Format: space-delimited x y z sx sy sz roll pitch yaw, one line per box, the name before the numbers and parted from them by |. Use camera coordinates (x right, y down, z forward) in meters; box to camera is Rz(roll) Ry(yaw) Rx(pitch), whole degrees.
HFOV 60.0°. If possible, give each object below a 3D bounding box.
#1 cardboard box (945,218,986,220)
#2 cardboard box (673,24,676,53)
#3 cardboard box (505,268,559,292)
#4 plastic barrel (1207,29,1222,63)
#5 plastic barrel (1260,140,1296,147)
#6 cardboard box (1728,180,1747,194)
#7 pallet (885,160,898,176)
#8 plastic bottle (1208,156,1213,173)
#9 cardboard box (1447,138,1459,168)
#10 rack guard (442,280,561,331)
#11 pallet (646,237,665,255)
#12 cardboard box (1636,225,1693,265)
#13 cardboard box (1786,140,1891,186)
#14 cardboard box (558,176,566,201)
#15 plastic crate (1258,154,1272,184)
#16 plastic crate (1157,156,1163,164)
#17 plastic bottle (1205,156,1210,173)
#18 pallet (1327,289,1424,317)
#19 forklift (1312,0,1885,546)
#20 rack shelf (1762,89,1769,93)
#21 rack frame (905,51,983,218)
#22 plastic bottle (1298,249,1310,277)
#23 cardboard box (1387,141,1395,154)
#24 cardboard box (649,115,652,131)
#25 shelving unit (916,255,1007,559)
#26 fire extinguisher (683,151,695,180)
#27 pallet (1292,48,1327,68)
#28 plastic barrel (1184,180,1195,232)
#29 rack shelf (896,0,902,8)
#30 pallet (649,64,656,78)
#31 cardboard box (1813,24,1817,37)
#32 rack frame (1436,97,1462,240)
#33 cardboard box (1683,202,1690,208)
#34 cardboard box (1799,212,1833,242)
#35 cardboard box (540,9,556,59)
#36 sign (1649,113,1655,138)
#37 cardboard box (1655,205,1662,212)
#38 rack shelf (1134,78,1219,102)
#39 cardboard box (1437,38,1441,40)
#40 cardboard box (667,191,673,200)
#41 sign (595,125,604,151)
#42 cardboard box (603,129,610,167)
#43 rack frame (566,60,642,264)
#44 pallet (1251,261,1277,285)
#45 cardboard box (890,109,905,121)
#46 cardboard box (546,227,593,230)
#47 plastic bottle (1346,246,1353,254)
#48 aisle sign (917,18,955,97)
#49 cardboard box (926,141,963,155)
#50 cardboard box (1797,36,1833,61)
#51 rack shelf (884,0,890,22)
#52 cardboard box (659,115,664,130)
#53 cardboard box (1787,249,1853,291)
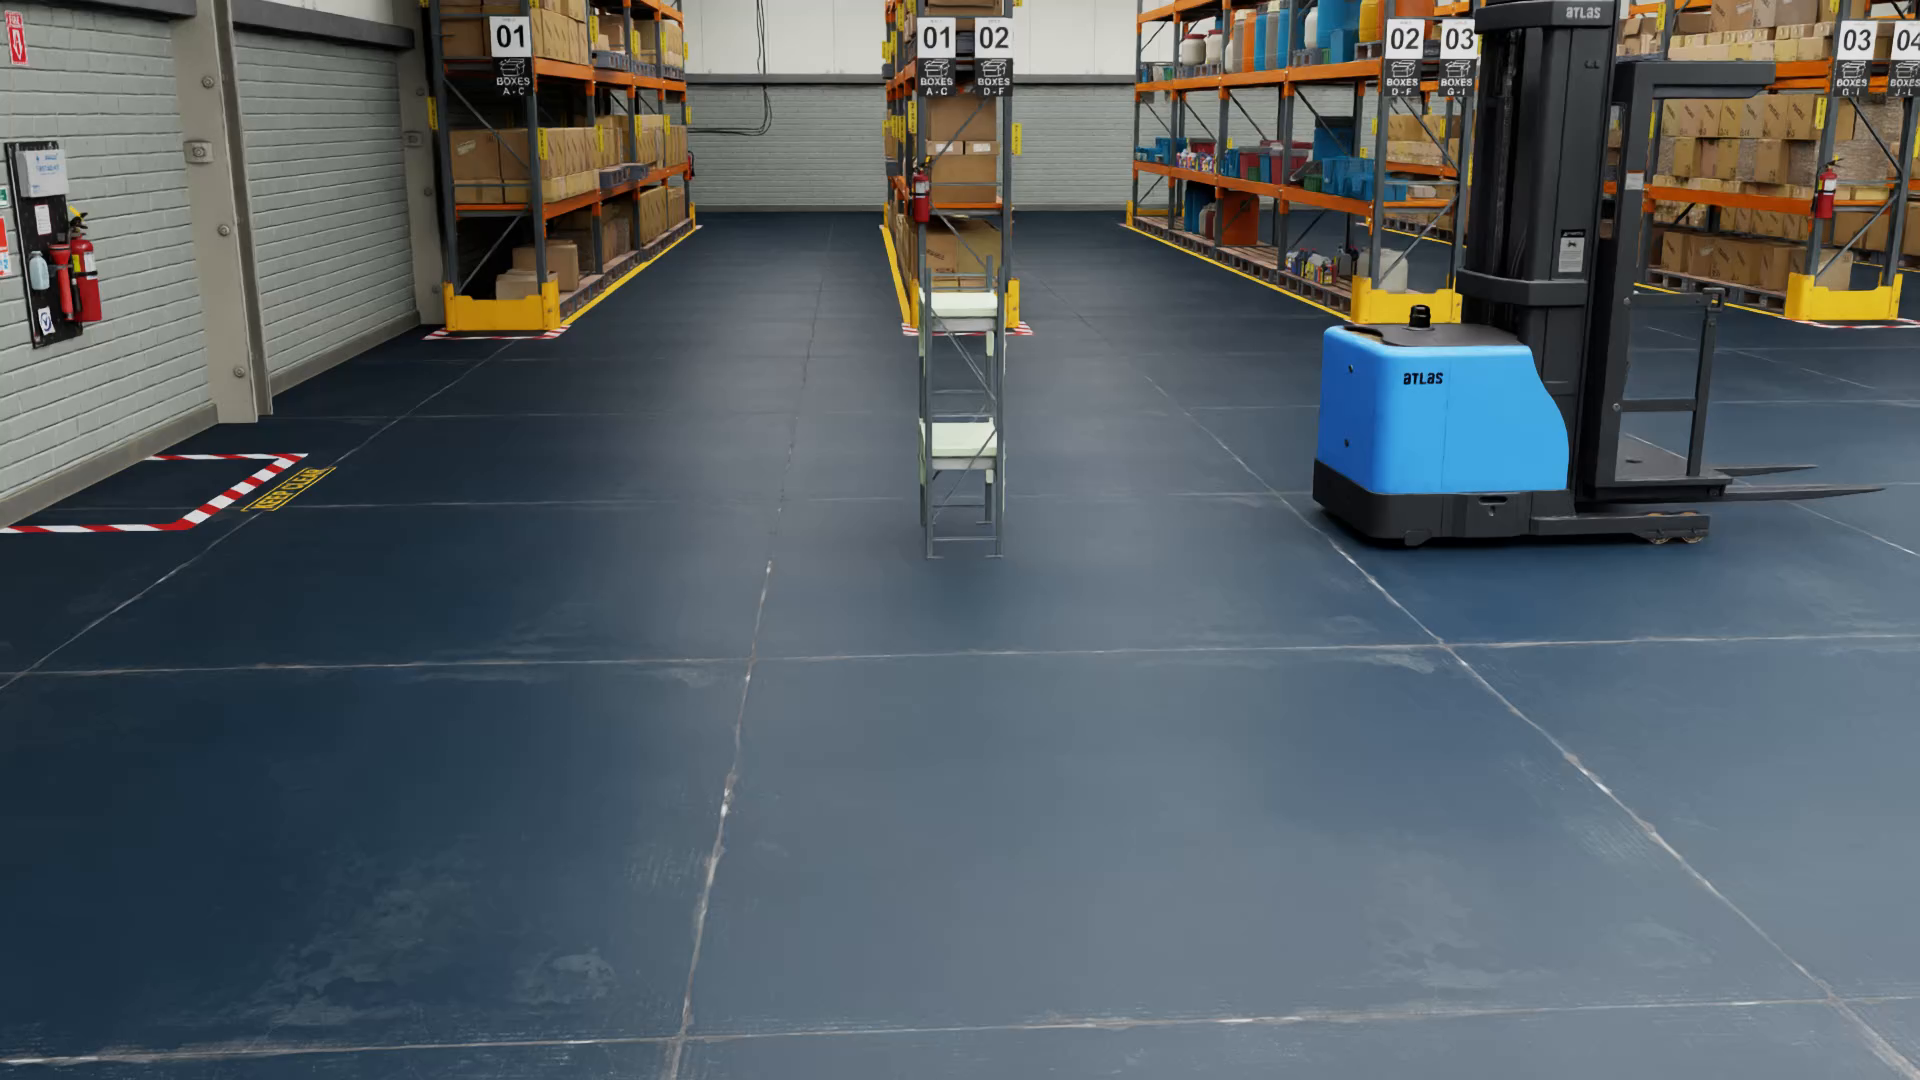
cardboard box | 0.064 -3.779 20.865 0.500 0.500 0.500 -1 14 -3
cardboard box | -5.512 -9.251 30.693 0.500 0.500 0.500 -2 15 -6
cardboard box | -4.887 -2.935 18.925 0.500 0.311 0.500 0 14 1
plastic barrel | 4.233 -8.011 27.008 0.433 0.535 0.433 0 14 0
plastic barrel | 4.825 -5.806 25.300 0.600 0.536 0.708 -1 14 -3
cardboard box | 9.511 -4.255 20.049 0.380 0.149 0.250 -1 14 -3
pallet | -0.562 -5.850 26.128 1.213 0.211 1.003 -1 14 -3
plastic bottle | 4.027 -6.017 26.652 0.097 0.271 0.097 0 14 0
cardboard box | 8.968 -6.852 29.438 0.500 0.500 0.500 -1 14 -3
rack guard | -4.903 -2.517 17.805 1.175 0.500 0.348 -1 14 -3
pallet | -5.441 -4.847 27.443 1.003 0.211 1.213 -1 14 -3
cardboard box | 9.668 -4.088 23.029 0.700 0.500 0.500 -2 15 -8
cardboard box | 9.926 -4.267 18.795 0.875 0.500 0.500 -1 14 -3
cardboard box | -4.658 -3.901 18.428 0.500 0.250 0.500 -1 14 -5
plastic crate | 4.363 -5.118 22.930 0.392 0.384 0.575 -1 14 -3
plastic crate | 3.908 -7.016 30.706 0.437 0.125 0.590 -1 14 -3
plastic bottle | 4.015 -6.066 26.840 0.097 0.271 0.097 0 14 0
pallet | 4.893 -2.731 19.218 1.003 0.211 1.213 -1 14 -3
forklift | 3.605 -1.527 9.080 3.031 2.935 1.130 -2 15 -7
rack shelf | 14.022 -8.575 31.759 1.077 0.370 4.000 -1 14 -3
rack frame | -0.203 -4.781 21.587 1.000 3.000 0.127 -1 14 -3
plastic bottle | 4.389 -3.532 21.168 0.144 0.351 0.185 -1 15 -6
cardboard box | 8.740 -7.736 32.776 0.500 0.250 0.500 -1 14 -4
cardboard box | -5.272 -6.765 26.957 0.500 0.250 0.500 -1 14 -5
shelving unit | 0.000 -0.725 8.833 0.431 1.500 0.755 -1 14 -3
fire extinguisher | -5.439 -7.514 33.115 0.296 0.674 0.183 -1 14 -3
pallet | 4.884 -6.039 20.839 1.213 0.211 1.003 -1 14 -3
plastic barrel | 4.263 -5.897 29.295 0.600 0.901 0.708 -1 14 -3
rack shelf | -0.327 -7.641 22.912 1.077 0.370 4.000 -1 14 -3
pallet | -5.536 -7.826 27.786 0.805 0.209 1.217 -1 15 -6
cardboard box | 9.705 -5.642 18.415 0.380 0.149 0.250 -1 14 -5
rack frame | 9.189 -6.922 29.910 1.000 3.000 0.127 -1 14 -3
cardboard box | 13.786 -6.294 31.152 0.380 0.149 0.250 -1 14 -4
cardboard box | 14.092 -5.131 27.124 0.500 0.500 0.500 -1 14 -4
cardboard box | -4.668 -5.440 17.890 0.500 0.500 0.500 0 14 0
sign | 9.131 -5.484 21.997 0.100 0.325 0.005 -1 14 -3
cardboard box | 13.815 -6.476 32.456 0.380 0.149 0.250 0 14 -1
rack shelf | 4.122 -8.447 31.262 1.077 0.370 4.000 -1 14 -3
cardboard box | 9.081 -8.869 30.212 0.700 0.500 0.500 -2 15 -7
cardboard box | -5.425 -6.275 30.268 0.380 0.149 0.250 0 14 -2
sign | -4.605 -5.133 21.218 0.100 0.325 0.005 -1 14 -3
cardboard box | -5.244 -5.394 22.888 0.700 0.500 0.500 1 14 4
rack frame | -5.394 -5.698 25.152 1.000 3.000 0.127 -1 14 -3
pallet | 4.654 -3.700 22.985 1.003 0.211 1.213 -1 14 -3
cardboard box | -0.988 -7.425 29.656 0.500 0.500 0.500 -1 14 -3
cardboard box | -5.291 -4.016 22.750 0.700 0.500 0.500 -1 14 -5
plastic bottle | 5.069 -3.631 21.550 0.144 0.351 0.185 -1 14 -5
aisle sign | -0.244 -5.024 17.315 0.394 0.787 0.004 -1 14 -3
cardboard box | -0.169 -4.240 17.985 0.380 0.149 0.250 -1 14 -4
cardboard box | 9.649 -5.434 18.407 0.500 0.250 0.500 -1 14 -2
rack shelf | -0.822 -9.823 30.595 1.077 0.370 4.000 -1 14 -3
cardboard box | -5.358 -7.146 28.437 0.500 0.250 0.500 -1 14 -2
cardboard box | 9.911 -3.086 19.175 0.500 0.500 0.500 2 15 7
